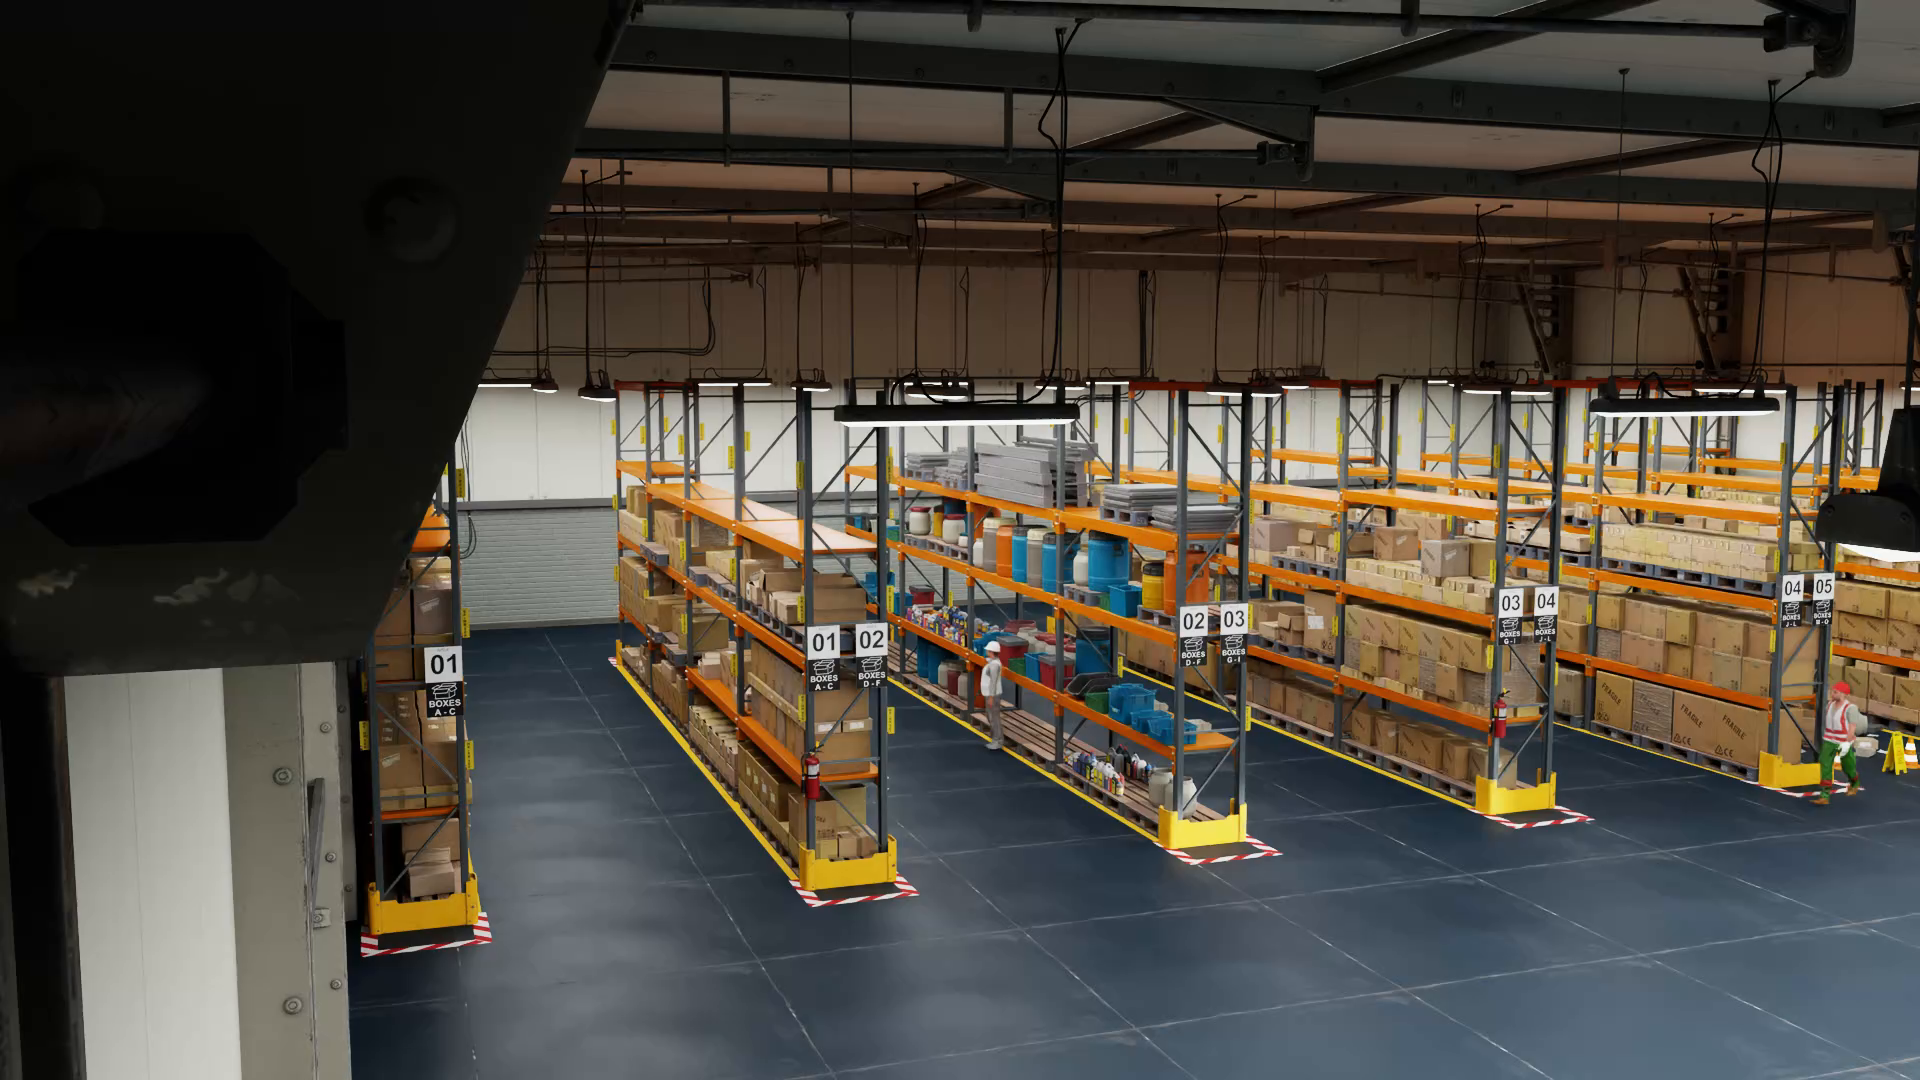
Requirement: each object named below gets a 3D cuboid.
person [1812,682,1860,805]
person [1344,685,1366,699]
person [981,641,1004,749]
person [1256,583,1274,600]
[{"bbox_3d":[12.684,2.921,23.959,0.952,1.776,0.490,-5,8,-42],"label":"person"},{"bbox_3d":[7.294,2.195,30.760,0.418,1.782,0.585,-6,8,-43],"label":"person"},{"bbox_3d":[0.537,2.567,27.386,0.393,1.813,0.622,0,6,0],"label":"person"},{"bbox_3d":[7.796,1.061,42.419,0.847,1.568,0.442,-6,8,-43],"label":"person"}]
